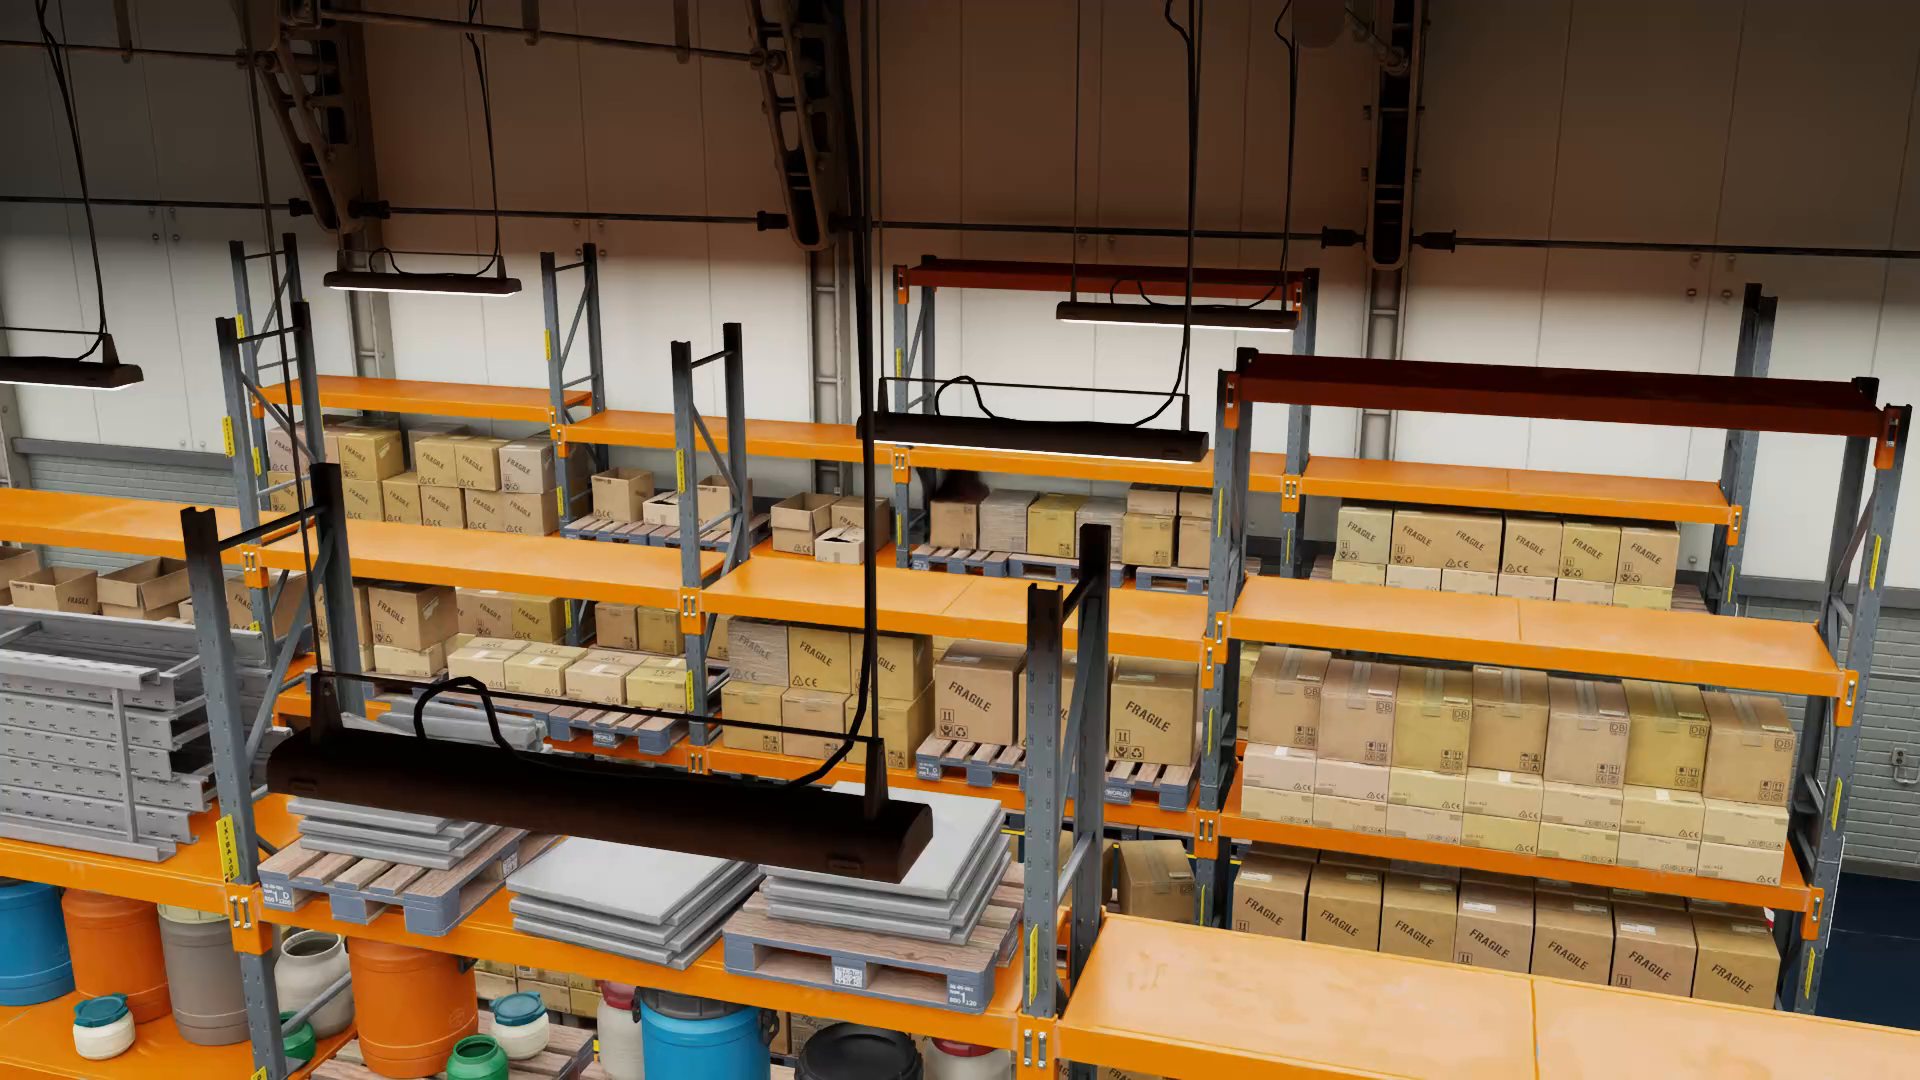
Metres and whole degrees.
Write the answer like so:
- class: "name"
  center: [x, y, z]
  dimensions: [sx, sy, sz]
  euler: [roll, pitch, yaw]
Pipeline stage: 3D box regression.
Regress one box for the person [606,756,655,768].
- class: "person"
  center: [-3.378, 2.206, 17.362]
  dimensions: [0.627, 1.826, 0.390]
  euler: [1, 16, 2]
